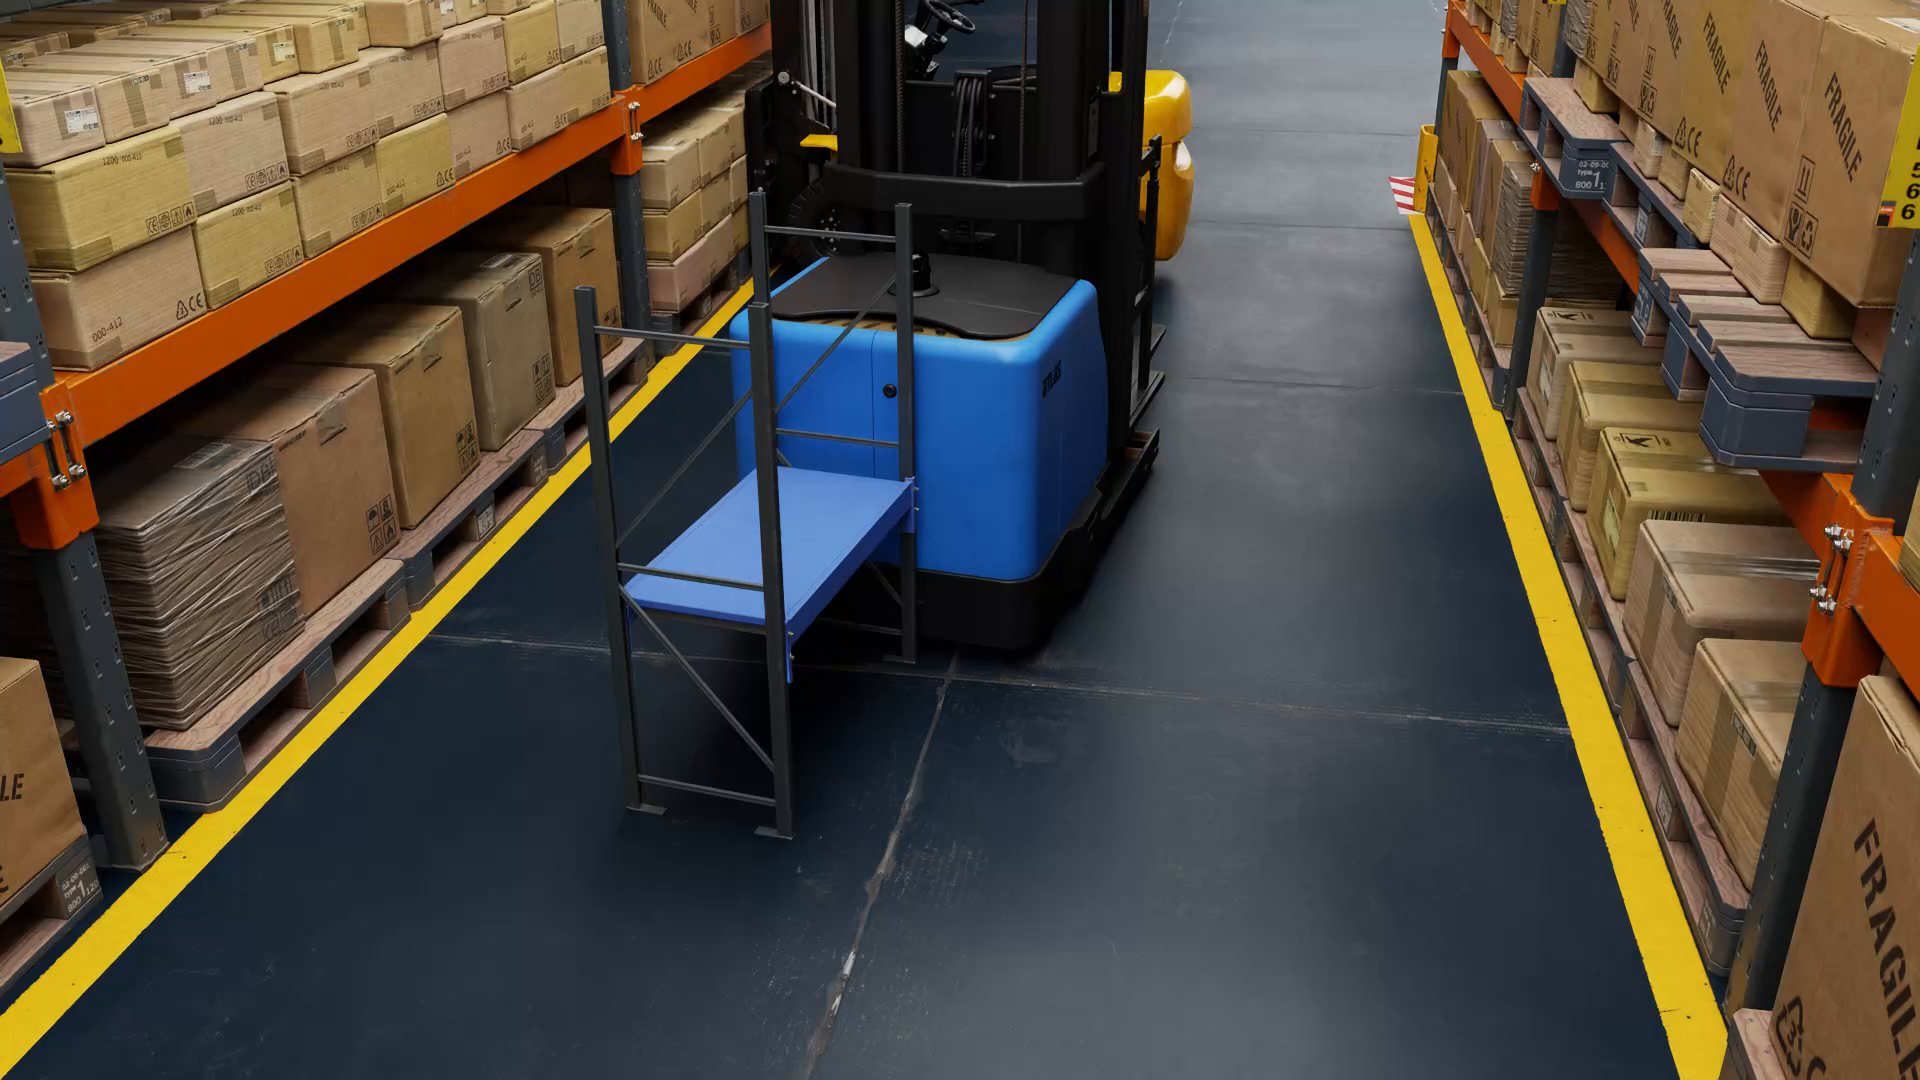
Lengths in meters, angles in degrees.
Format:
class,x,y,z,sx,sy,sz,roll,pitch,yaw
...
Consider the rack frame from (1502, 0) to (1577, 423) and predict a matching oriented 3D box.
class,x,y,z,sx,sy,sz,roll,pitch,yaw
rack frame,2.920,-1.870,6.707,1.000,3.000,0.127,4,25,9

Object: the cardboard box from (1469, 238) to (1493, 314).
class,x,y,z,sx,sy,sz,roll,pitch,yaw
cardboard box,2.829,-1.304,8.246,0.500,0.250,0.500,3,25,7

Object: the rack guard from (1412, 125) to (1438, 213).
class,x,y,z,sx,sy,sz,roll,pitch,yaw
rack guard,3.561,-2.379,10.743,1.175,0.500,0.348,4,25,9

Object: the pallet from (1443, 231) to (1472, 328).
class,x,y,z,sx,sy,sz,roll,pitch,yaw
pallet,3.192,-1.402,8.997,1.003,0.211,1.213,4,25,9

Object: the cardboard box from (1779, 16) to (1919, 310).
class,x,y,z,sx,sy,sz,roll,pitch,yaw
cardboard box,2.066,-0.777,3.407,0.500,0.500,0.500,3,25,7

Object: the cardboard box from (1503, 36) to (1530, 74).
class,x,y,z,sx,sy,sz,roll,pitch,yaw
cardboard box,2.835,-2.337,8.001,0.380,0.149,0.250,4,25,8

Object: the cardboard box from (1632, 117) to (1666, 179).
class,x,y,z,sx,sy,sz,roll,pitch,yaw
cardboard box,2.278,-1.194,5.064,0.380,0.149,0.250,5,26,11

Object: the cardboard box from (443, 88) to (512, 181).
class,x,y,z,sx,sy,sz,roll,pitch,yaw
cardboard box,-1.990,-1.499,6.092,0.500,0.250,0.500,4,25,9

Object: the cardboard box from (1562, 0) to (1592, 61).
class,x,y,z,sx,sy,sz,roll,pitch,yaw
cardboard box,2.561,-2.064,6.157,0.500,0.500,0.500,5,25,10

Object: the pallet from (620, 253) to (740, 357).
class,x,y,z,sx,sy,sz,roll,pitch,yaw
pallet,-1.806,-1.279,8.734,1.003,0.211,1.213,4,25,9

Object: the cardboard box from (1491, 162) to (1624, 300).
class,x,y,z,sx,sy,sz,roll,pitch,yaw
cardboard box,2.752,-1.421,7.610,0.500,0.500,0.500,4,25,8

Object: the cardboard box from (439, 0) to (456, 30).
class,x,y,z,sx,sy,sz,roll,pitch,yaw
cardboard box,-1.994,-1.857,5.796,0.380,0.149,0.250,4,25,9

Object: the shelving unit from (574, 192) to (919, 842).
class,x,y,z,sx,sy,sz,roll,pitch,yaw
shelving unit,-0.534,-0.106,4.706,0.538,1.500,1.048,8,26,16

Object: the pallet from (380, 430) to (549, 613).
class,x,y,z,sx,sy,sz,roll,pitch,yaw
pallet,-2.256,-0.127,6.272,1.003,0.211,1.213,4,25,9

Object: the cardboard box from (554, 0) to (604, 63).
class,x,y,z,sx,sy,sz,roll,pitch,yaw
cardboard box,-1.805,-2.148,6.888,0.500,0.250,0.500,3,25,7

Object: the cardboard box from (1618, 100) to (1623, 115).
class,x,y,z,sx,sy,sz,roll,pitch,yaw
cardboard box,2.498,-1.510,5.738,0.380,0.149,0.250,6,26,12

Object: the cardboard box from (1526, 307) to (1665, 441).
class,x,y,z,sx,sy,sz,roll,pitch,yaw
cardboard box,2.837,-0.651,6.706,0.950,0.372,0.625,4,25,9

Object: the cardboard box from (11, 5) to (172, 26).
class,x,y,z,sx,sy,sz,roll,pitch,yaw
cardboard box,-2.693,-1.572,5.186,0.380,0.149,0.250,4,25,8

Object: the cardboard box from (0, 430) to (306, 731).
class,x,y,z,sx,sy,sz,roll,pitch,yaw
cardboard box,-2.516,0.086,4.834,0.875,0.625,0.625,5,26,10

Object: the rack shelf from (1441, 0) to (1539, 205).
class,x,y,z,sx,sy,sz,roll,pitch,yaw
rack shelf,3.247,-2.381,8.647,1.077,0.370,4.000,4,25,9

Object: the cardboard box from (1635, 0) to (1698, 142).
class,x,y,z,sx,sy,sz,roll,pitch,yaw
cardboard box,2.312,-1.433,4.809,0.500,0.500,0.500,3,25,6

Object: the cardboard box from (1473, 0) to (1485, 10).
class,x,y,z,sx,sy,sz,roll,pitch,yaw
cardboard box,3.059,-3.114,8.896,0.500,0.500,0.500,4,25,7

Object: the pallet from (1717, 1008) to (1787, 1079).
class,x,y,z,sx,sy,sz,roll,pitch,yaw
pallet,2.063,1.390,3.031,1.003,0.211,1.213,4,25,9

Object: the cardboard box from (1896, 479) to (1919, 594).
class,x,y,z,sx,sy,sz,roll,pitch,yaw
cardboard box,1.938,0.058,2.765,0.500,0.250,0.500,4,25,8

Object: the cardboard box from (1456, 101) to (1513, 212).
class,x,y,z,sx,sy,sz,roll,pitch,yaw
cardboard box,2.995,-2.071,9.000,0.500,0.500,0.500,5,25,10

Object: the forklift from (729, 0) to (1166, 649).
class,x,y,z,sx,sy,sz,roll,pitch,yaw
forklift,0.191,-1.579,6.166,1.130,2.935,3.031,8,26,16

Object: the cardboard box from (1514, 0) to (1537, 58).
class,x,y,z,sx,sy,sz,roll,pitch,yaw
cardboard box,2.825,-2.469,7.518,0.500,0.500,0.500,5,26,10

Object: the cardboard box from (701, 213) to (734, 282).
class,x,y,z,sx,sy,sz,roll,pitch,yaw
cardboard box,-1.504,-1.550,8.772,0.500,0.250,0.500,3,25,7

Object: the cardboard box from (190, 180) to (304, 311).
class,x,y,z,sx,sy,sz,roll,pitch,yaw
cardboard box,-2.230,-0.850,4.705,0.500,0.250,0.500,3,25,7

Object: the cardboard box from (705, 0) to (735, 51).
class,x,y,z,sx,sy,sz,roll,pitch,yaw
cardboard box,-1.497,-2.856,8.696,0.500,0.500,0.500,4,25,8

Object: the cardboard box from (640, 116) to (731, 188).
class,x,y,z,sx,sy,sz,roll,pitch,yaw
cardboard box,-1.495,-2.004,8.562,0.500,0.250,0.500,4,25,9

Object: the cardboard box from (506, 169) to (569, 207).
class,x,y,z,sx,sy,sz,roll,pitch,yaw
cardboard box,-2.088,-1.829,8.189,0.500,0.250,0.500,5,25,10

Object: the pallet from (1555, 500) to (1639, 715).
class,x,y,z,sx,sy,sz,roll,pitch,yaw
pallet,2.597,0.230,5.509,1.003,0.211,1.213,4,25,9

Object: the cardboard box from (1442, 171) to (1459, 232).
class,x,y,z,sx,sy,sz,roll,pitch,yaw
cardboard box,3.078,-1.957,9.640,0.500,0.250,0.500,5,26,10

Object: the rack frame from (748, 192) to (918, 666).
class,x,y,z,sx,sy,sz,roll,pitch,yaw
rack frame,-0.379,-0.311,5.145,0.500,1.500,0.032,8,26,16

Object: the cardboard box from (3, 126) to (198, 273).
class,x,y,z,sx,sy,sz,roll,pitch,yaw
cardboard box,-2.293,-0.865,4.147,0.500,0.250,0.500,4,25,8

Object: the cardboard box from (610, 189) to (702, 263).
class,x,y,z,sx,sy,sz,roll,pitch,yaw
cardboard box,-1.594,-1.565,8.213,0.500,0.250,0.500,4,25,8

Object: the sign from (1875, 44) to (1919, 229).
class,x,y,z,sx,sy,sz,roll,pitch,yaw
sign,1.730,-0.719,2.976,0.100,0.325,0.005,4,25,9

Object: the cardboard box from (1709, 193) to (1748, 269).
class,x,y,z,sx,sy,sz,roll,pitch,yaw
cardboard box,2.106,-0.757,4.131,0.380,0.149,0.250,3,25,6

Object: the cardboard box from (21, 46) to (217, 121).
class,x,y,z,sx,sy,sz,roll,pitch,yaw
cardboard box,-2.229,-1.213,4.419,0.380,0.149,0.250,5,25,10

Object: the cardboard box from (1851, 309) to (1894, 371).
class,x,y,z,sx,sy,sz,roll,pitch,yaw
cardboard box,2.088,-0.427,3.425,0.380,0.149,0.250,5,26,10

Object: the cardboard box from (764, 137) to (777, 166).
class,x,y,z,sx,sy,sz,roll,pitch,yaw
cardboard box,-1.336,-2.196,9.562,0.500,0.250,0.500,4,25,8

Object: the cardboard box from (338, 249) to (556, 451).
class,x,y,z,sx,sy,sz,roll,pitch,yaw
cardboard box,-2.186,-0.784,6.693,0.875,0.625,0.625,4,25,8

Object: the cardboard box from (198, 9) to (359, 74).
class,x,y,z,sx,sy,sz,roll,pitch,yaw
cardboard box,-2.088,-1.532,5.102,0.380,0.149,0.250,5,25,10

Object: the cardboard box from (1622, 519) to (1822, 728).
class,x,y,z,sx,sy,sz,roll,pitch,yaw
cardboard box,2.481,0.258,4.765,0.950,0.372,0.625,4,25,8

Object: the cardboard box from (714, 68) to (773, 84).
class,x,y,z,sx,sy,sz,roll,pitch,yaw
cardboard box,-1.242,-2.643,9.927,0.500,0.250,0.500,4,25,9

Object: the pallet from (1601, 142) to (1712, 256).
class,x,y,z,sx,sy,sz,roll,pitch,yaw
pallet,2.550,-0.941,4.949,1.003,0.211,1.213,4,25,9

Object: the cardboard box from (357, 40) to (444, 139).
class,x,y,z,sx,sy,sz,roll,pitch,yaw
cardboard box,-2.073,-1.509,5.523,0.500,0.250,0.500,4,25,9

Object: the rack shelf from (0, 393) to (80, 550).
class,x,y,z,sx,sy,sz,roll,pitch,yaw
rack shelf,-2.958,0.623,2.230,1.077,0.370,4.000,4,25,9

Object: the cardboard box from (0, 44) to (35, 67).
class,x,y,z,sx,sy,sz,roll,pitch,yaw
cardboard box,-2.743,-1.250,4.499,0.380,0.149,0.250,4,25,8

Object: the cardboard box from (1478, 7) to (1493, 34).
class,x,y,z,sx,sy,sz,roll,pitch,yaw
cardboard box,3.068,-2.876,9.153,0.380,0.149,0.250,5,25,10
